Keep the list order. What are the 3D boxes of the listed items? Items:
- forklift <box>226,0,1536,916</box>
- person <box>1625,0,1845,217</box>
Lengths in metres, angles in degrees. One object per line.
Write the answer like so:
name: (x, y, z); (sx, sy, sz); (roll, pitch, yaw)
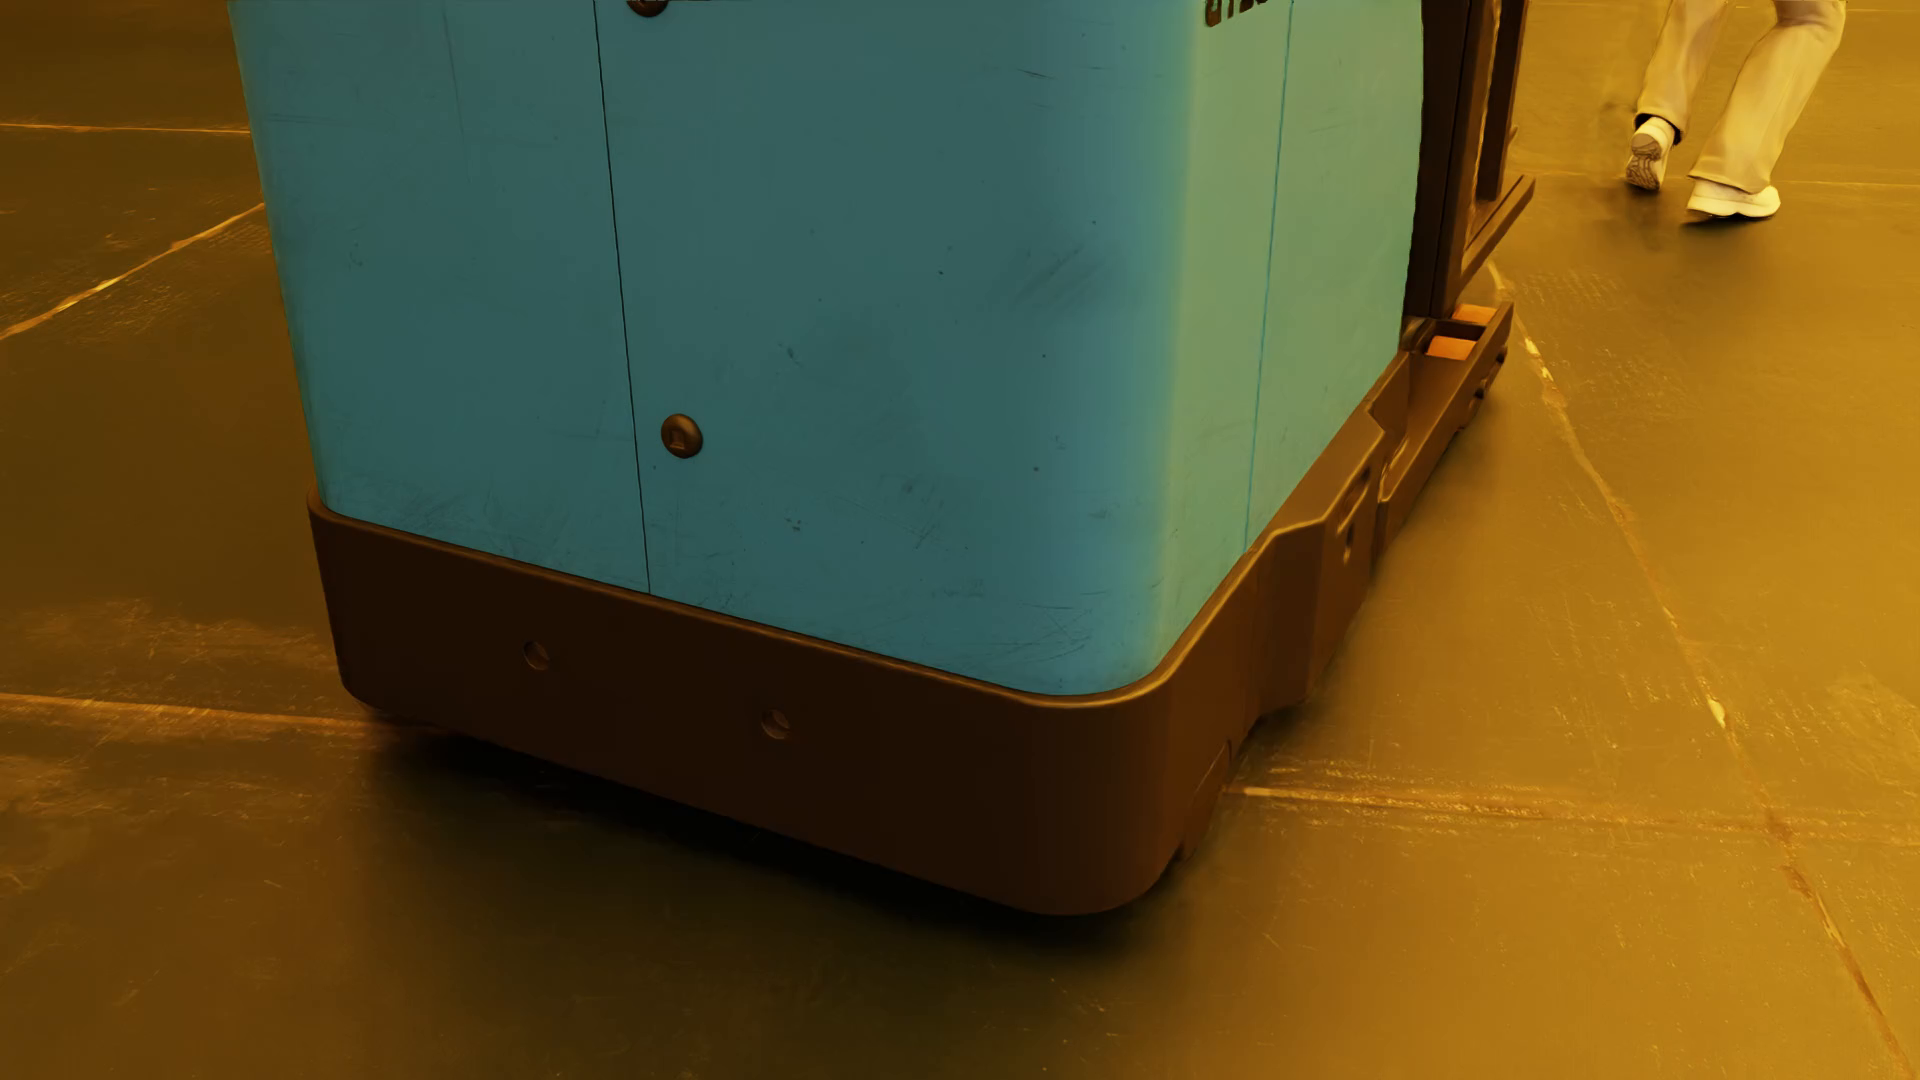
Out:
forklift: (0.356, -1.576, 2.376); (1.130, 2.935, 3.031); (13, 29, 24)
person: (1.842, -1.545, 3.828); (0.616, 1.617, 0.655); (19, 32, 33)
